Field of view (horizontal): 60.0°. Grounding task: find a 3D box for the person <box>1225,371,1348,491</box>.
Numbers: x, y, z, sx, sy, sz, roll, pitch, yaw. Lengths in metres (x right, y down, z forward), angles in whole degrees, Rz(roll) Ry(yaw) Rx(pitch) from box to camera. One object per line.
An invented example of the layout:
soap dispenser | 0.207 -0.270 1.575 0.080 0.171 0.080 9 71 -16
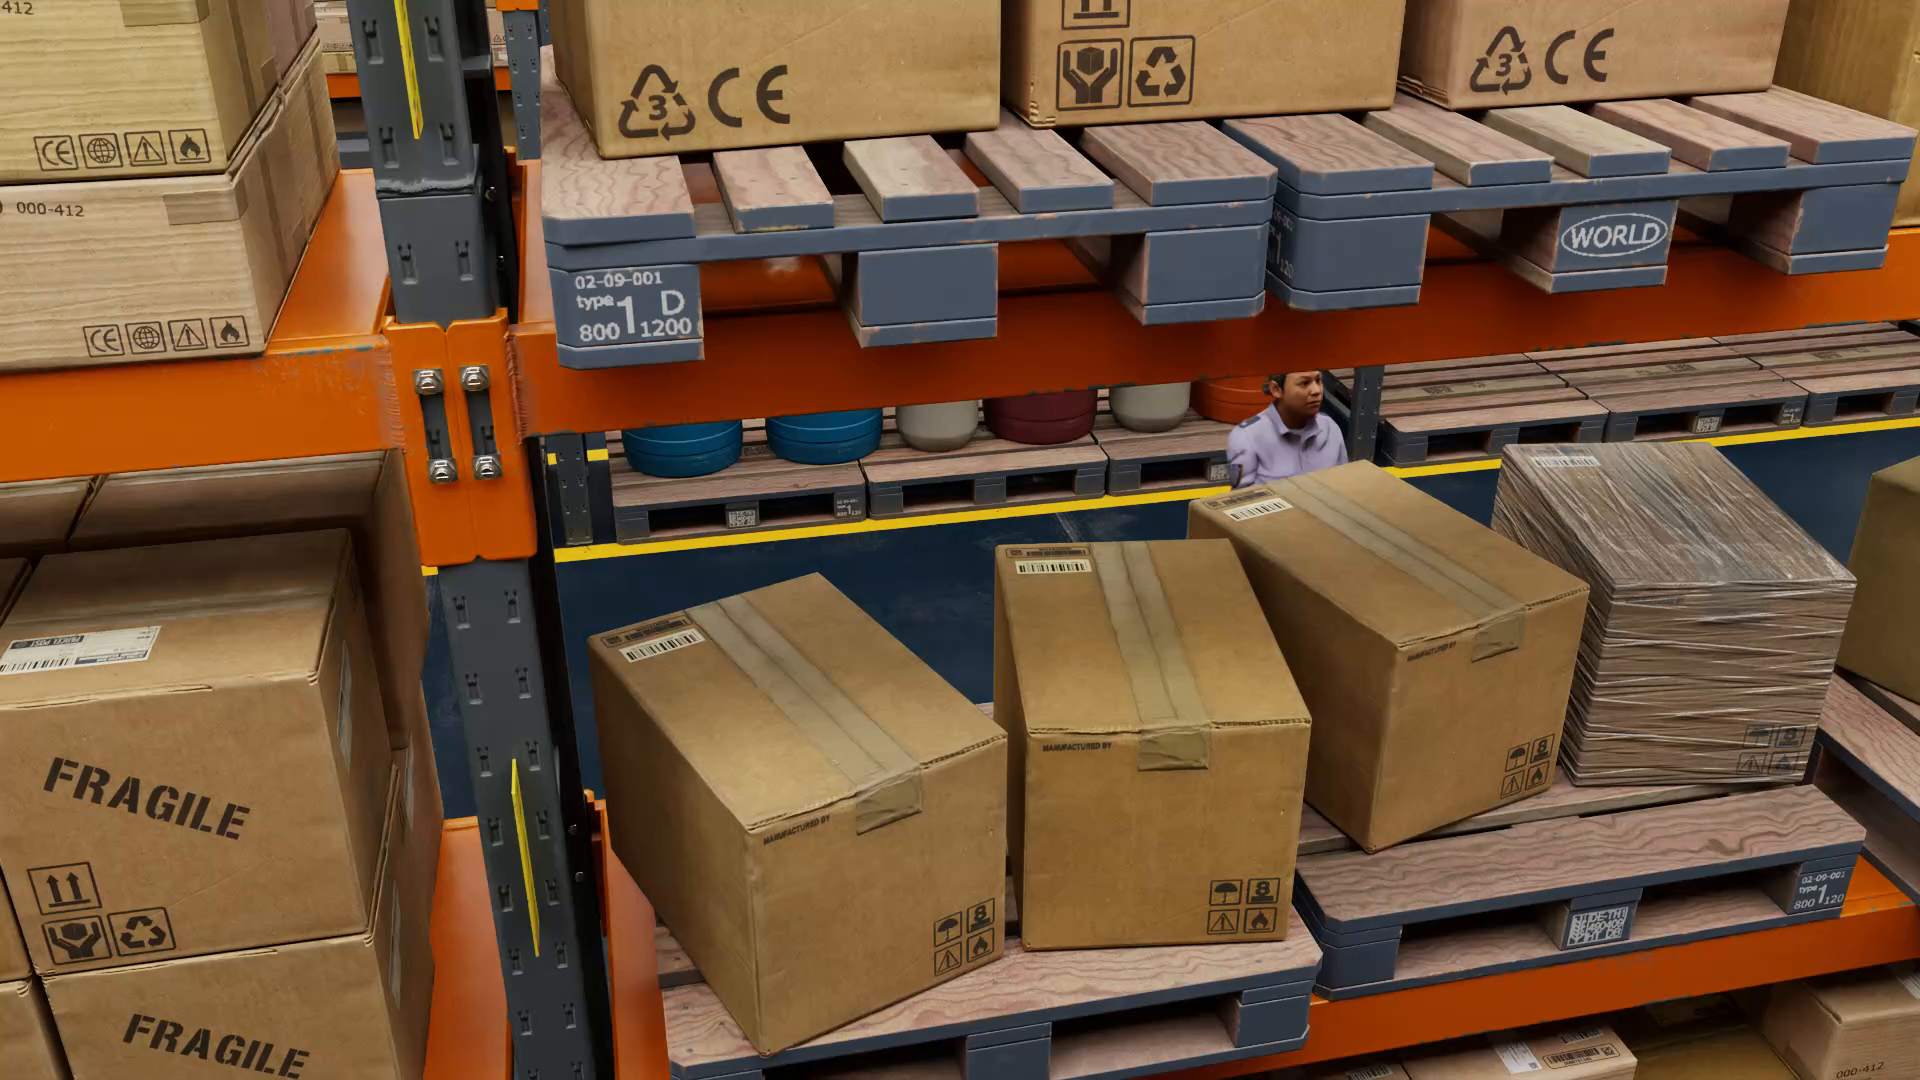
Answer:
person | 1.135 0.150 5.834 0.532 1.651 0.474 -11 29 -21
